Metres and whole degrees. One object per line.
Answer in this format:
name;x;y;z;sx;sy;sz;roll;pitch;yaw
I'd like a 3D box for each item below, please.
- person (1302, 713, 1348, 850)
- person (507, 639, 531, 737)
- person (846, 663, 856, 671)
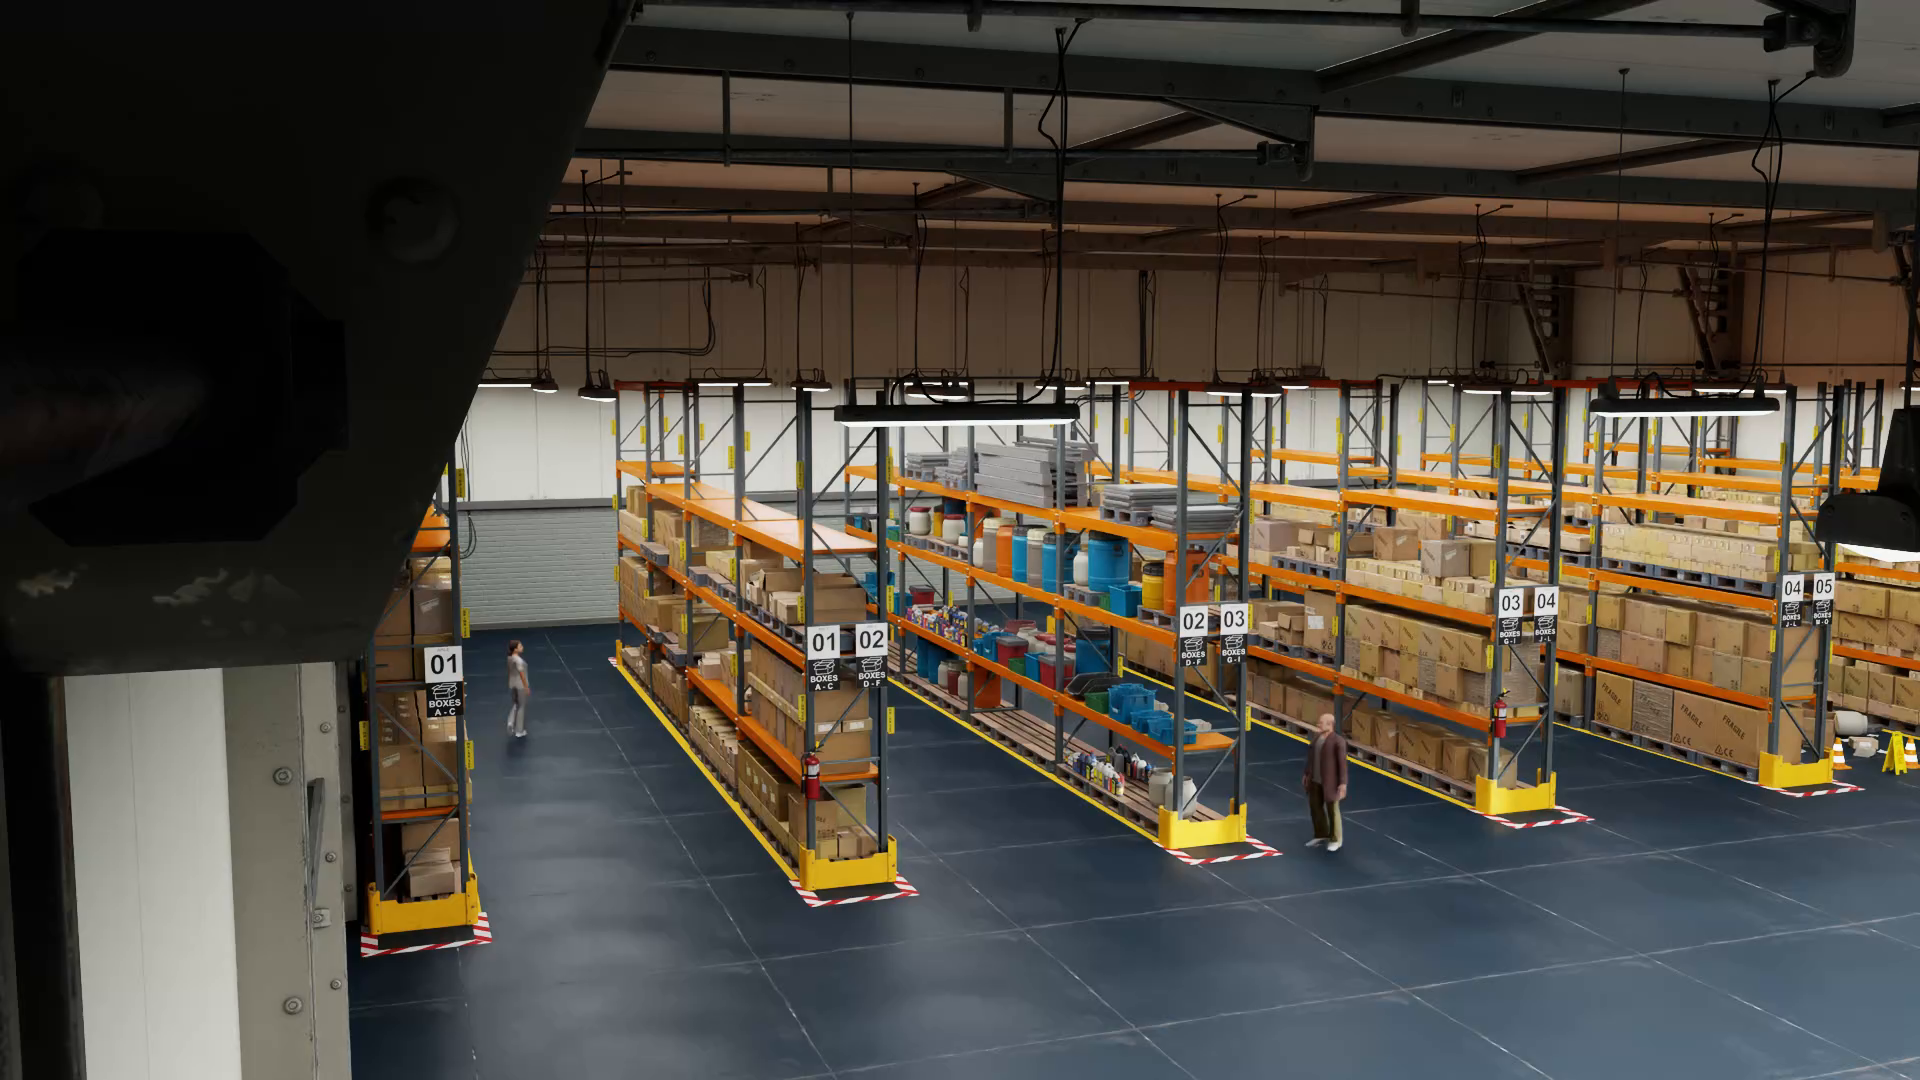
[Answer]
person;4.782;3.161;21.724;0.404;1.824;0.699;-5;8;-40
person;-7.491;2.507;28.215;0.455;1.663;0.462;3;7;23
person;-2.117;1.973;32.667;0.493;1.771;0.586;-3;7;-27
